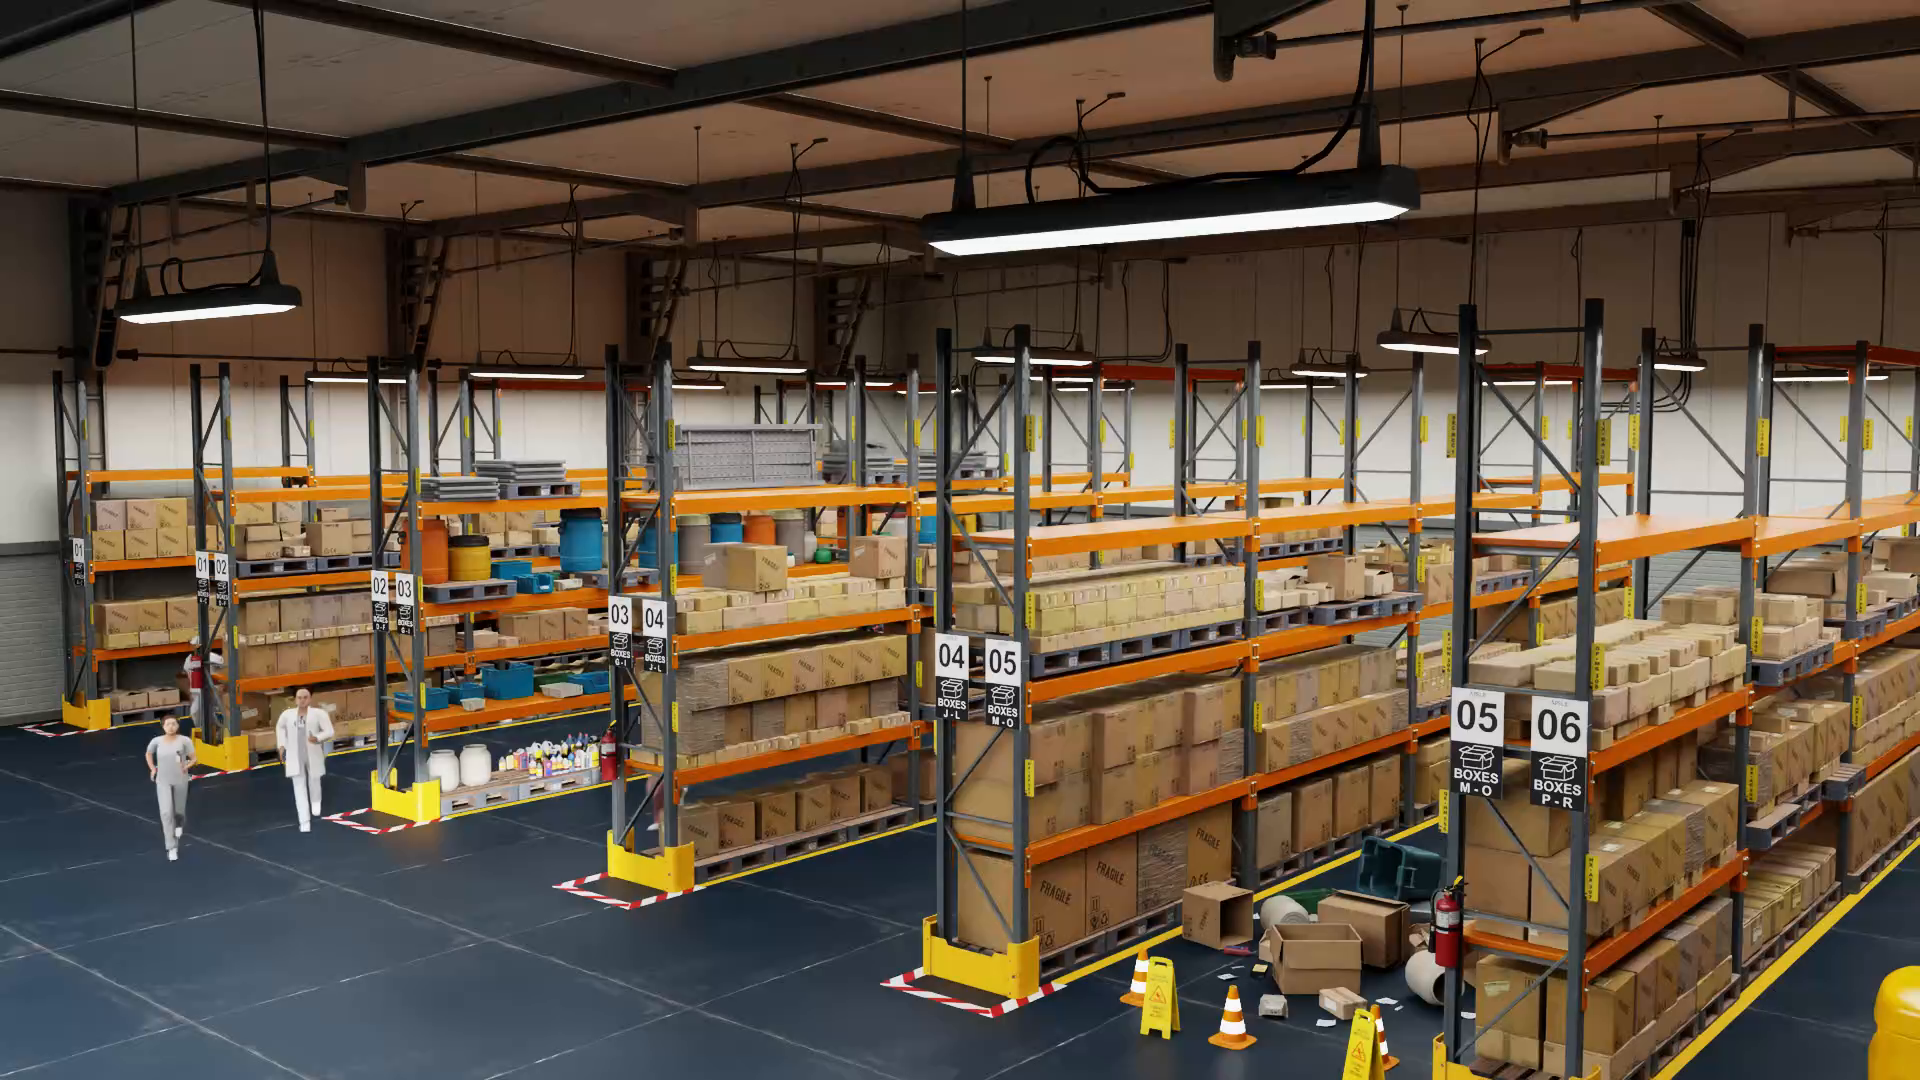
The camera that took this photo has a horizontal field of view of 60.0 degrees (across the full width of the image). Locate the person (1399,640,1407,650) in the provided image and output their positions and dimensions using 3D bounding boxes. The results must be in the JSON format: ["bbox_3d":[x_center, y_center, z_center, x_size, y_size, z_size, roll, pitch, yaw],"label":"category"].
[{"bbox_3d":[7.251,2.416,26.675,0.693,1.689,0.780,3,5,40],"label":"person"}]

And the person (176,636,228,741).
[{"bbox_3d":[-11.966,2.406,26.314,0.707,1.791,0.817,2,5,25],"label":"person"}]

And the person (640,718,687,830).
[{"bbox_3d":[-3.746,2.870,21.038,0.574,1.602,0.707,4,5,40],"label":"person"}]

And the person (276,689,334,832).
[{"bbox_3d":[-8.293,2.752,21.059,0.710,1.755,0.935,-1,4,-16],"label":"person"}]

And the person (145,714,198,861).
[{"bbox_3d":[-9.401,2.904,19.846,0.569,1.674,0.925,-2,4,-23],"label":"person"}]
